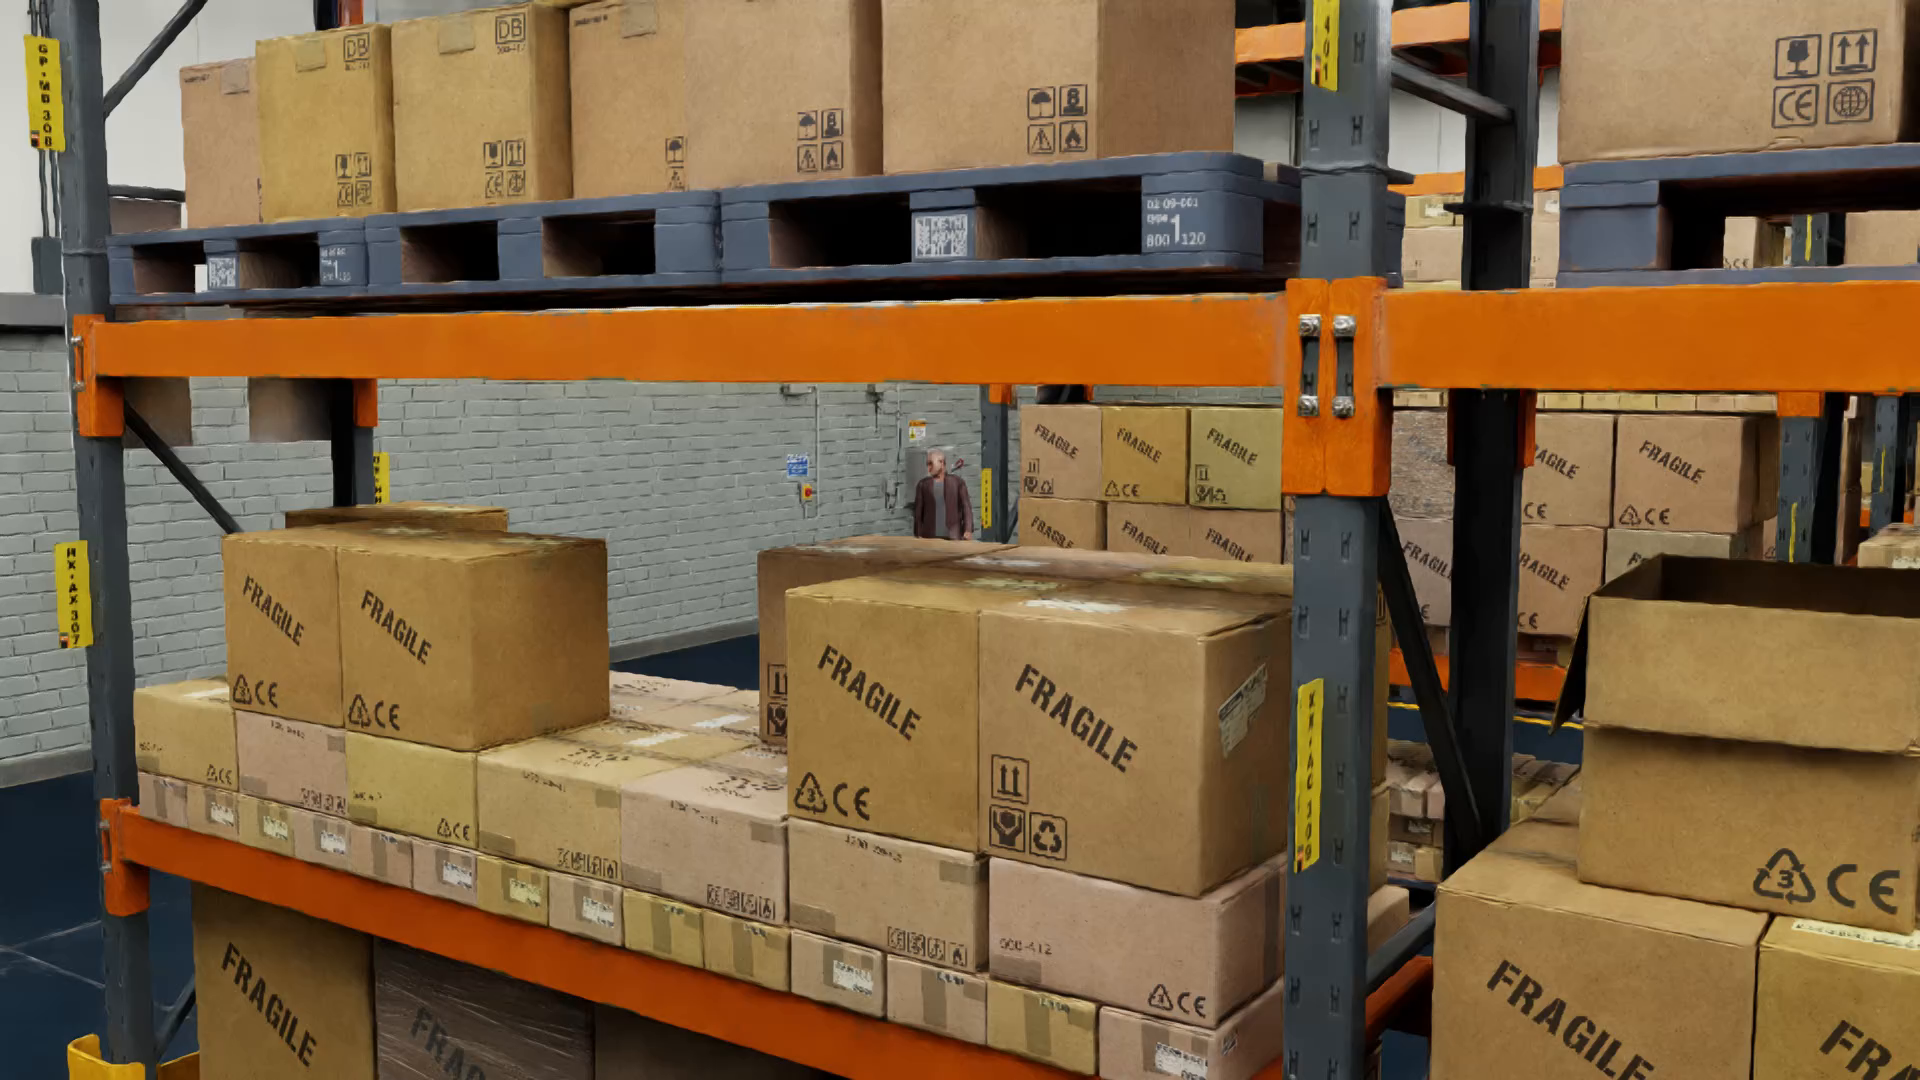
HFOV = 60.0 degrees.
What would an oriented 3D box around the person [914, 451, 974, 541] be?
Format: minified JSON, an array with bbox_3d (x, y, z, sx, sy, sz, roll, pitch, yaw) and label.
[{"bbox_3d":[-0.171,-0.044,17.264,0.648,1.754,0.733,1,6,5],"label":"person"}]
